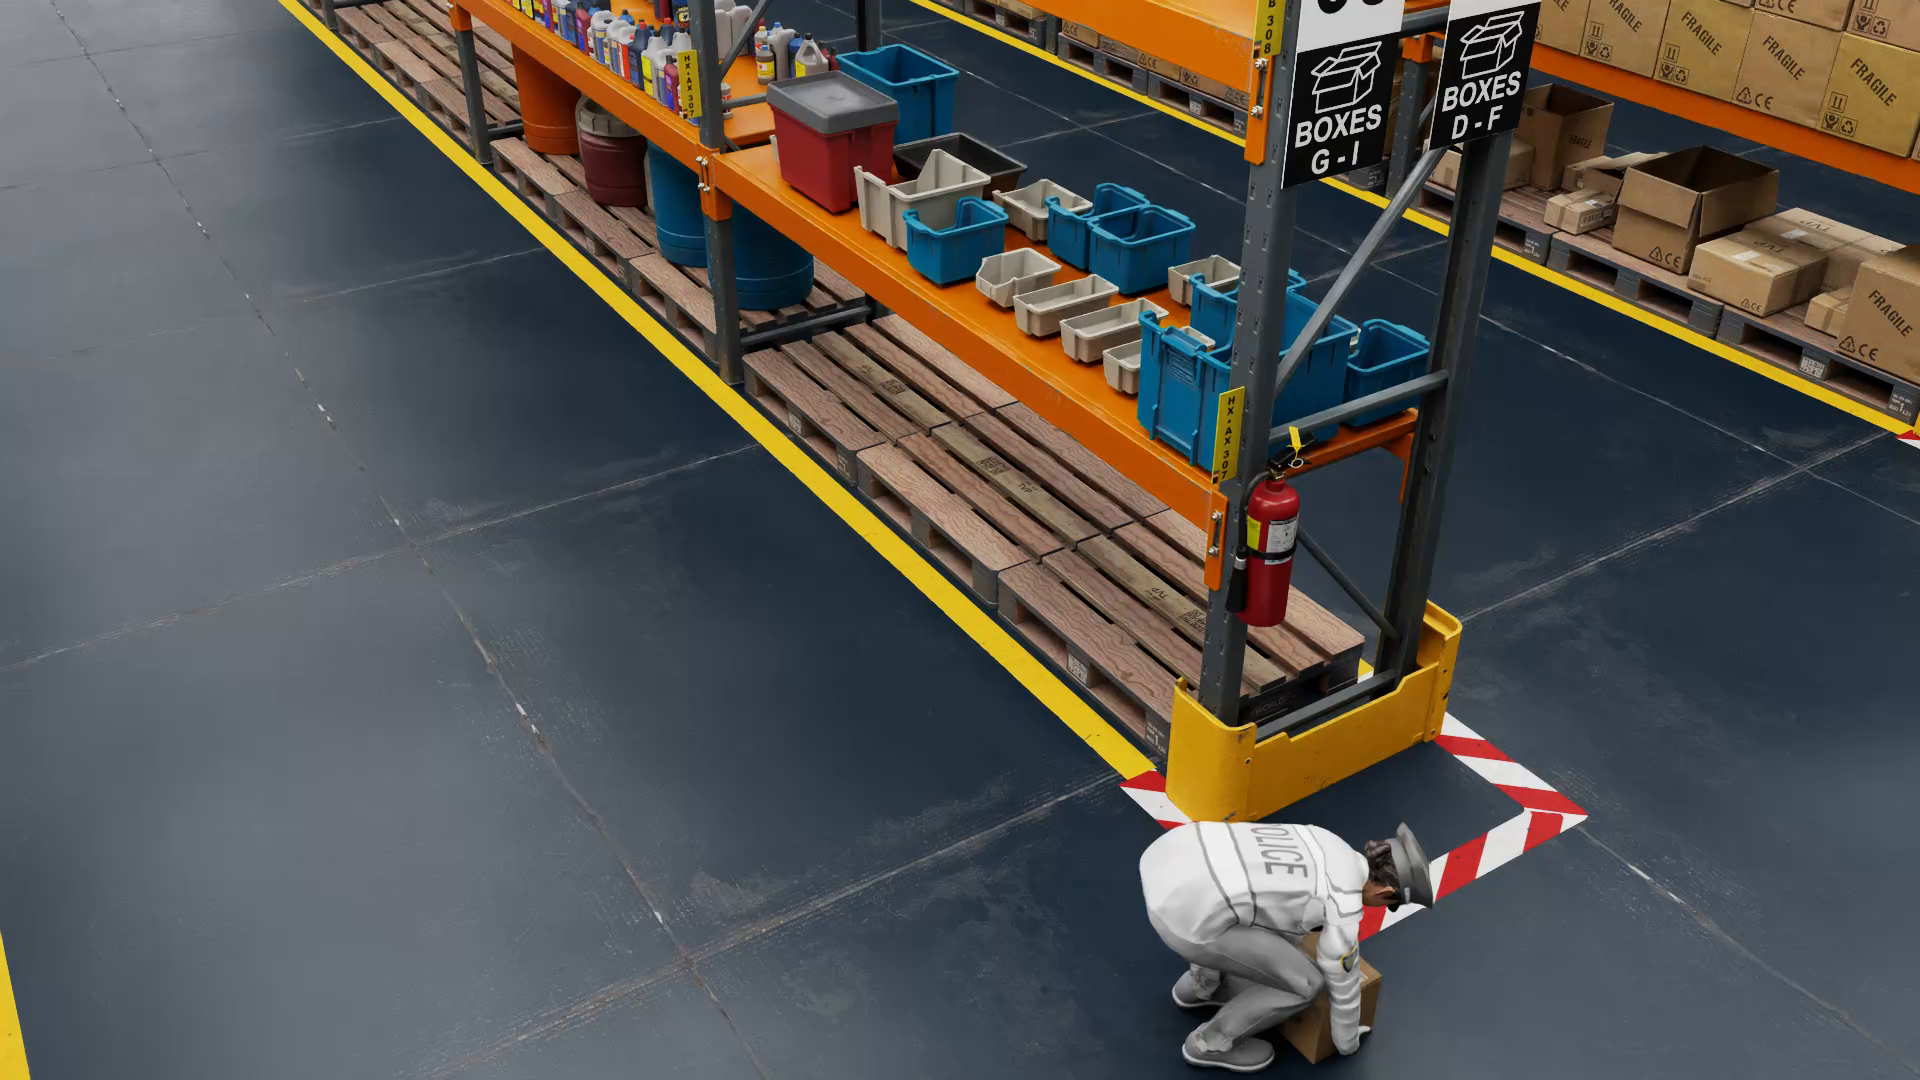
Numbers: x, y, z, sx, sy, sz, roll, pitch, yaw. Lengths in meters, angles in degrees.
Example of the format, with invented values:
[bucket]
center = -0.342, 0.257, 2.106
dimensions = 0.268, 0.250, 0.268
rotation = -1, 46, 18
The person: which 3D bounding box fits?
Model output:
[person]
center = 0.987, 1.211, 5.074
dimensions = 0.902, 0.812, 0.467
rotation = -2, 33, -4
